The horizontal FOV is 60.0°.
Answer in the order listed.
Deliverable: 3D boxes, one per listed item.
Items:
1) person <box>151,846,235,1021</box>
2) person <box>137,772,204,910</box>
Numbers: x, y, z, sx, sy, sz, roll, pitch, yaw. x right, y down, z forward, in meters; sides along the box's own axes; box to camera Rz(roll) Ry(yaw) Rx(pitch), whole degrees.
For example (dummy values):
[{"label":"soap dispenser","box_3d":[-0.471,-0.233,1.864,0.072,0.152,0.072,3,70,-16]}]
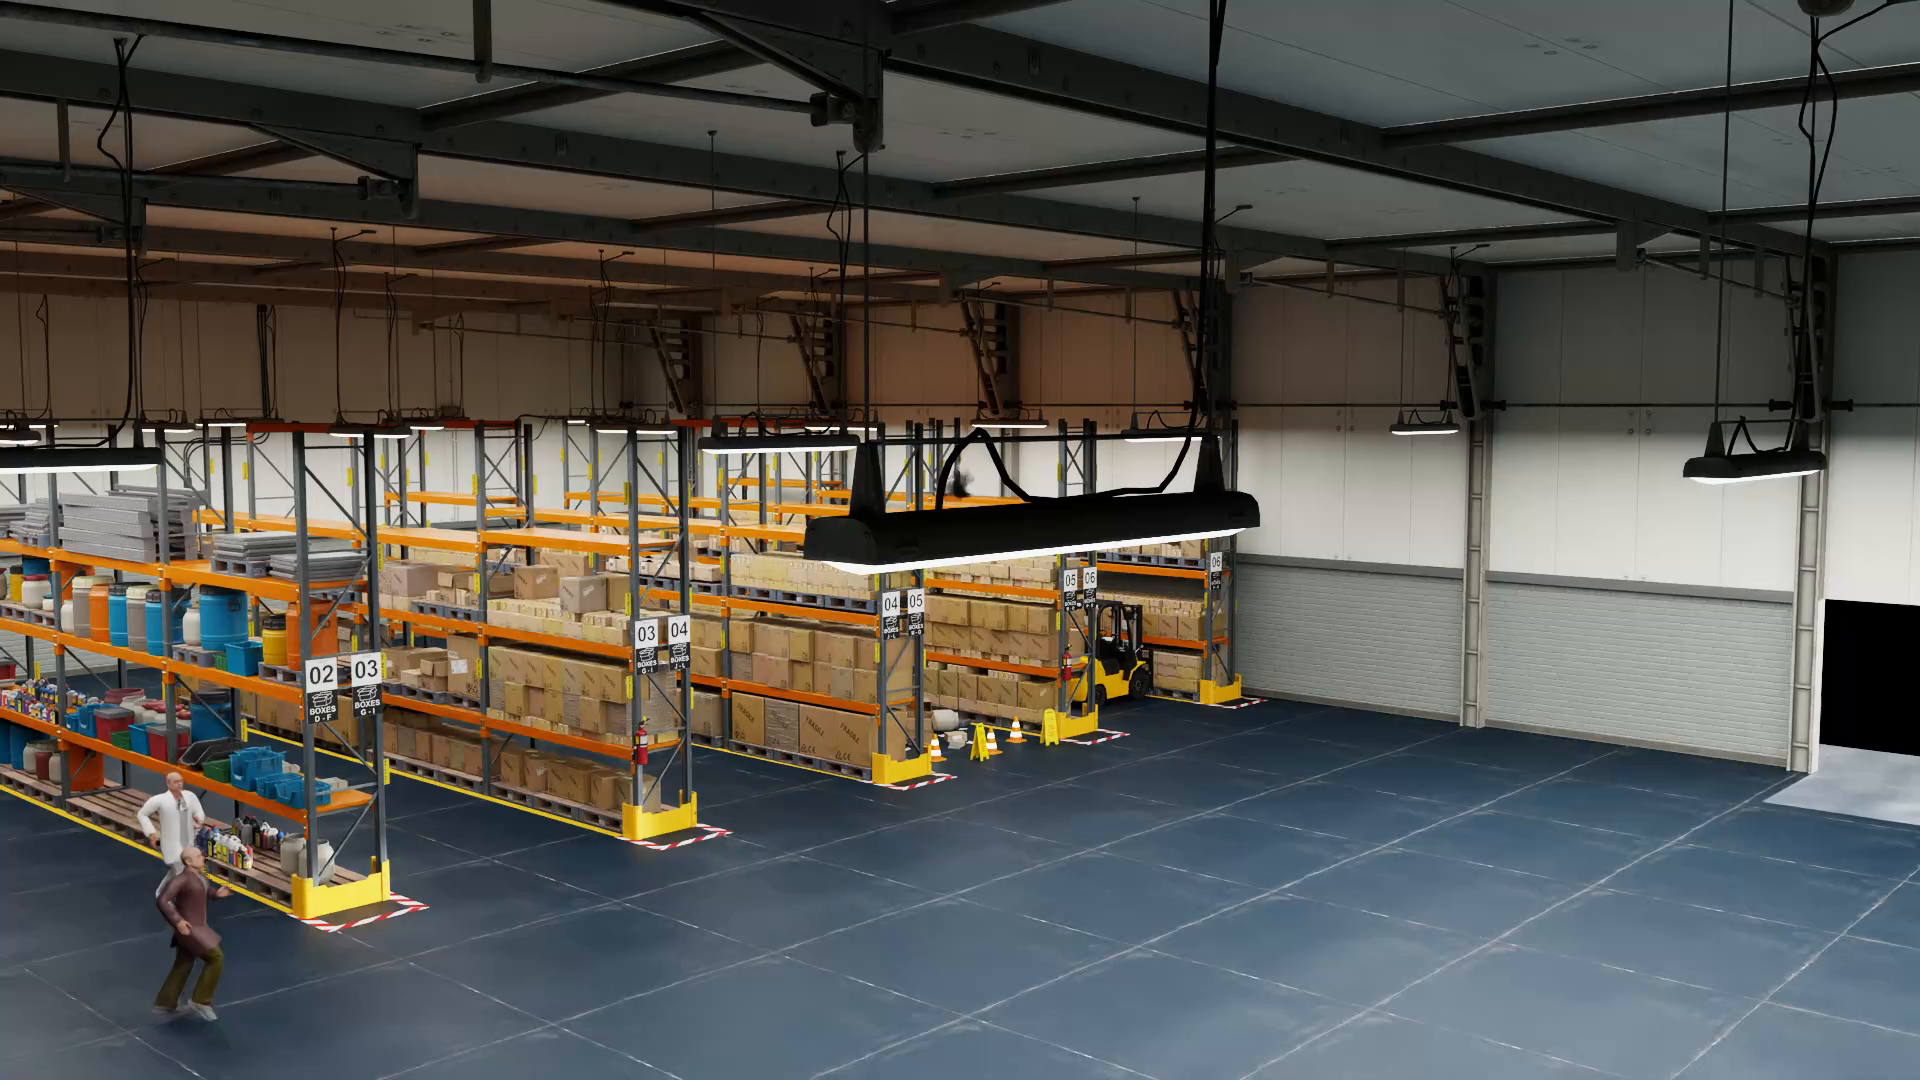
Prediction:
[{"label":"person","box_3d":[-7.915,4.063,17.153,0.820,1.841,0.666,-2,5,-21]},{"label":"person","box_3d":[-9.638,3.744,20.451,0.979,1.804,0.693,3,5,28]}]
